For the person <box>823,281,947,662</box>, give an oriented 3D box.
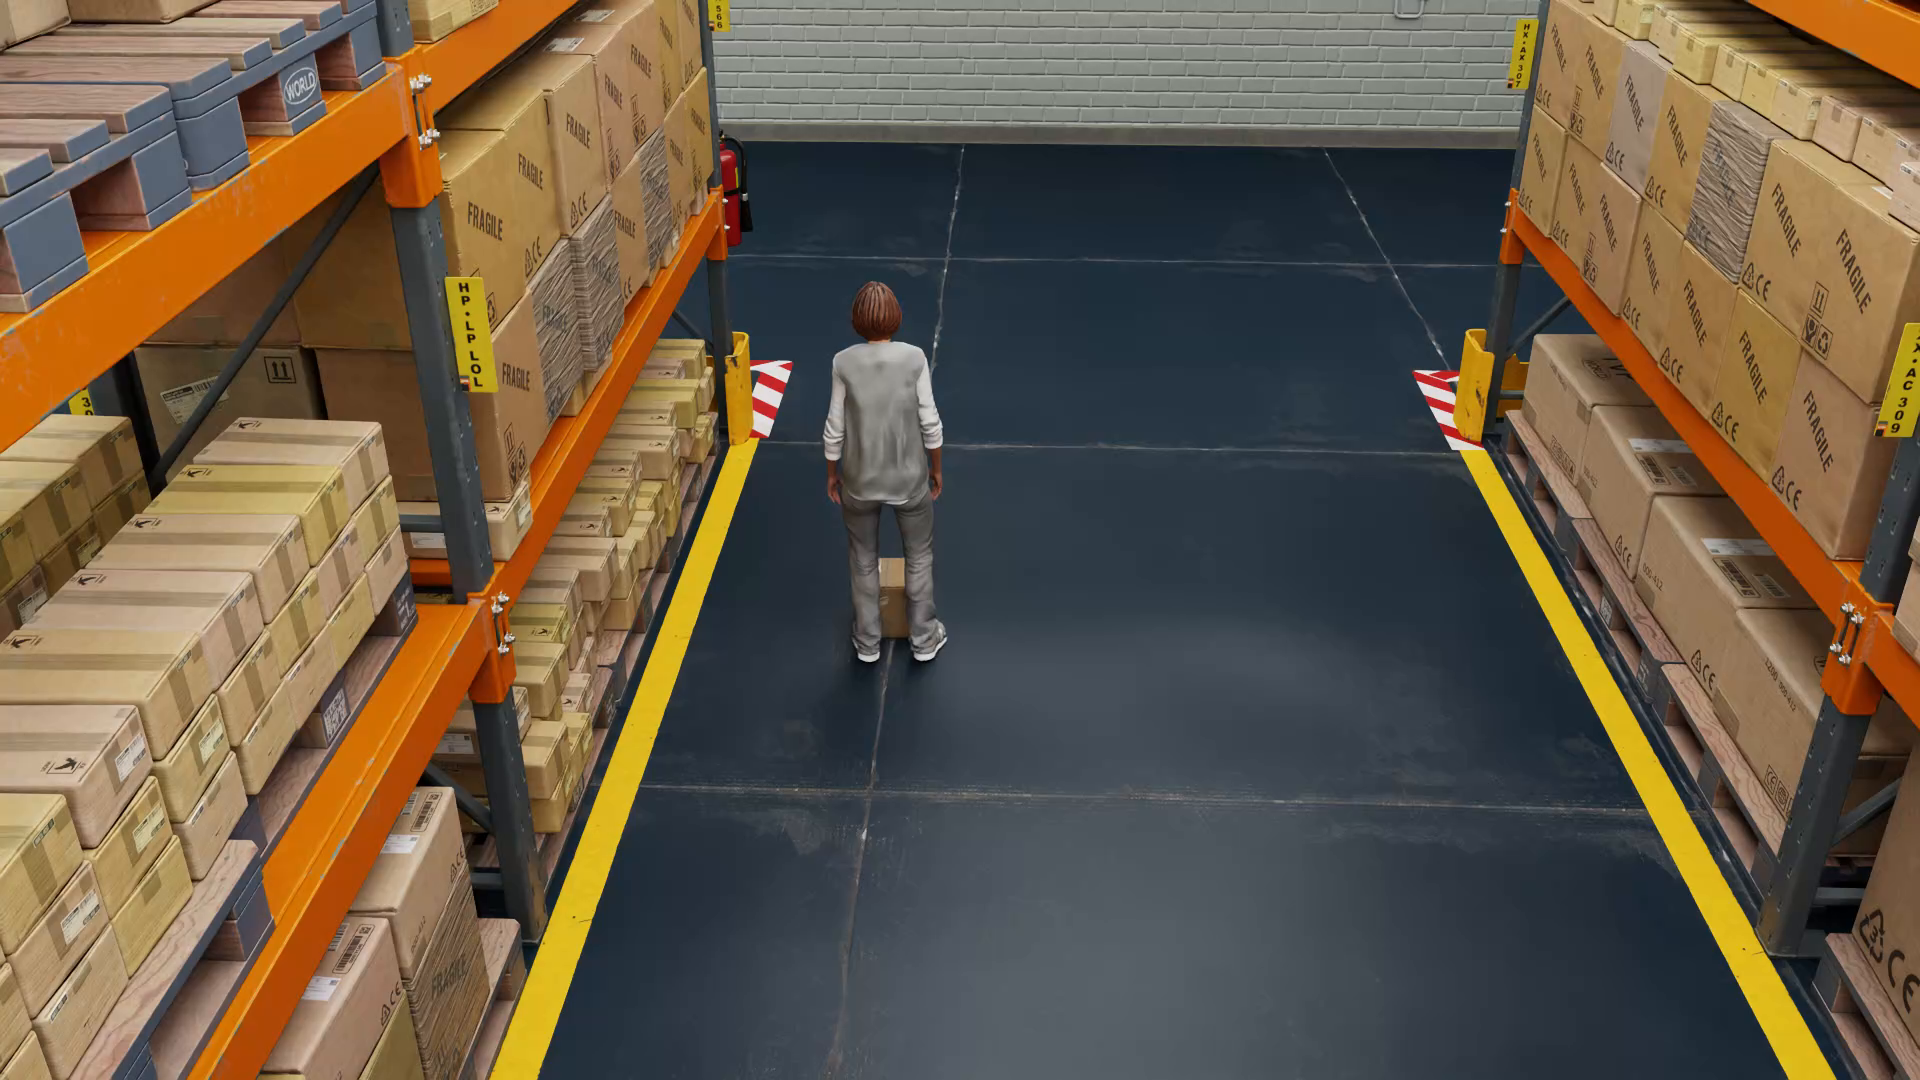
[{"bbox_3d":[-0.293,-0.233,6.566,0.479,1.593,0.342,-1,28,-2],"label":"person"}]
